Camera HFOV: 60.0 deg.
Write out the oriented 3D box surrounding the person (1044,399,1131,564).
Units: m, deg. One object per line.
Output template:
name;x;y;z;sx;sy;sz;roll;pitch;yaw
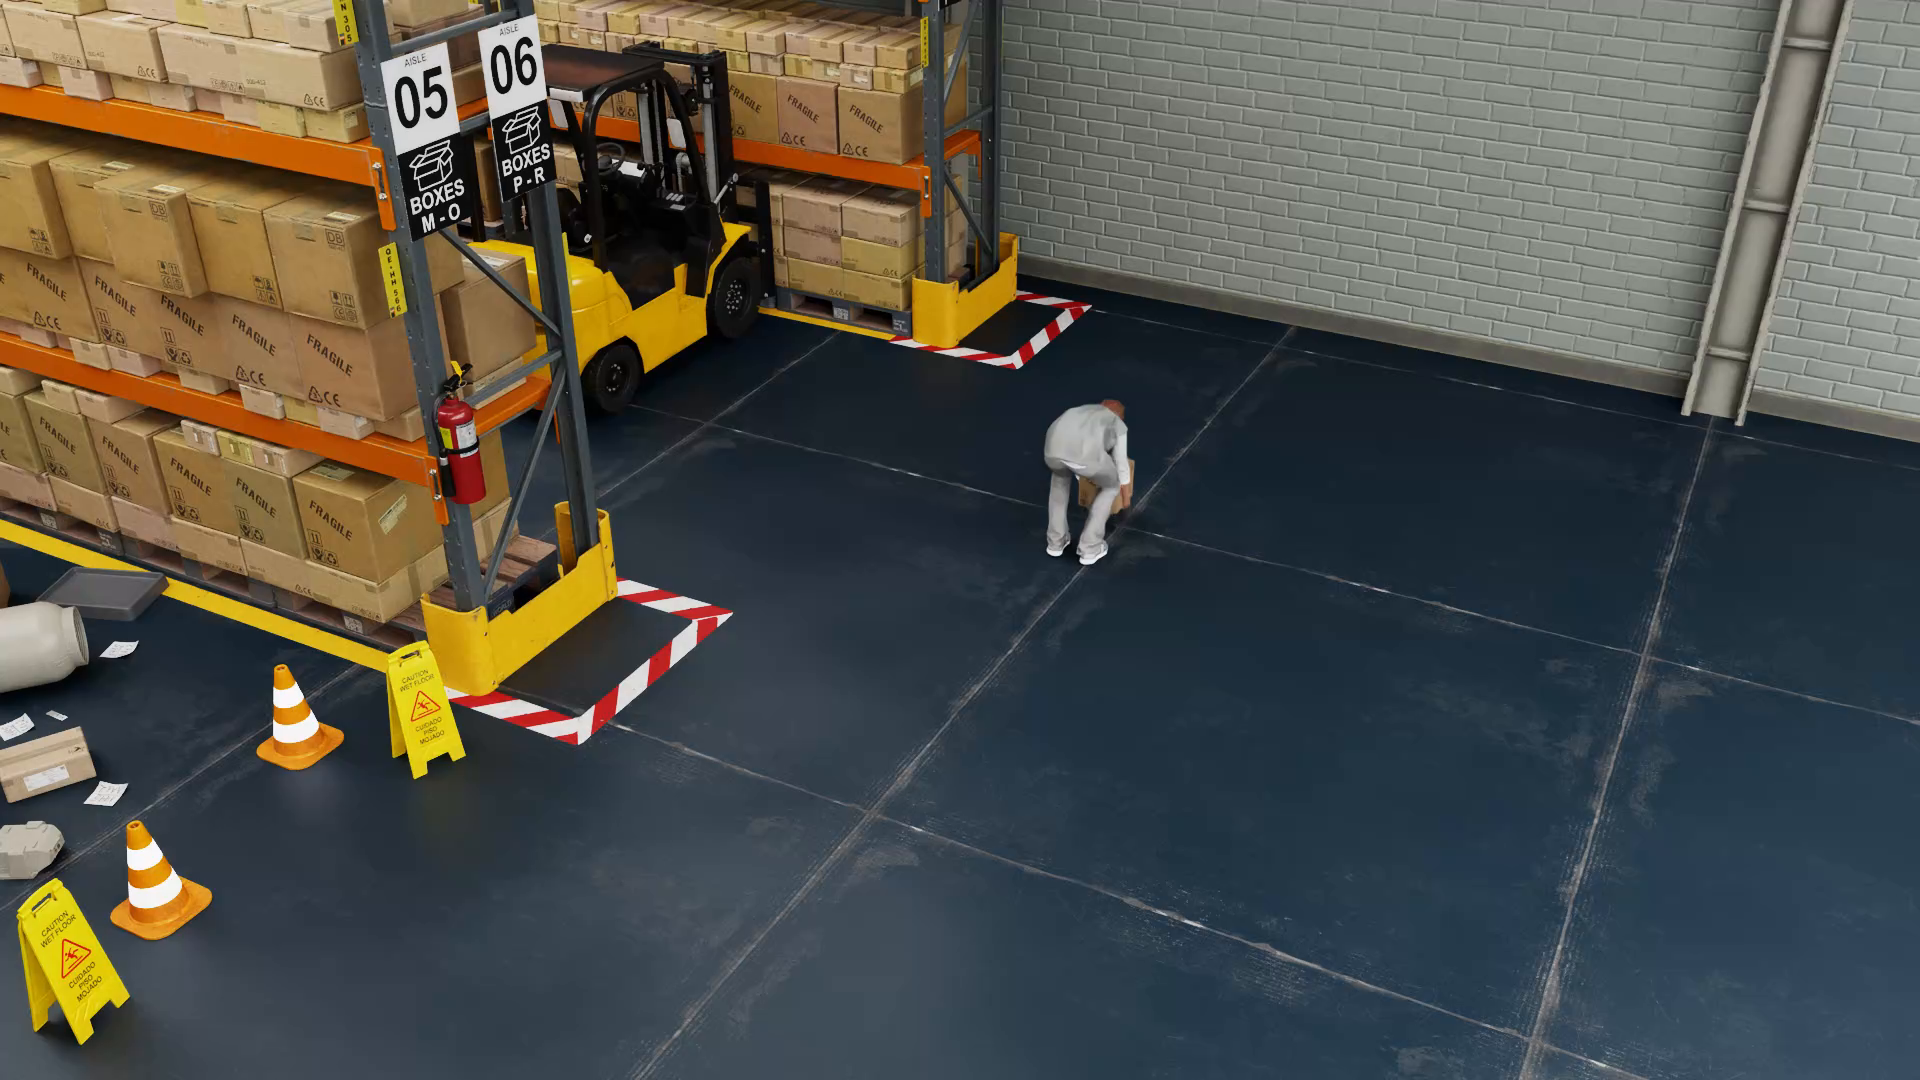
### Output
person;0.749;-0.398;9.630;0.417;0.923;0.861;13;33;21
